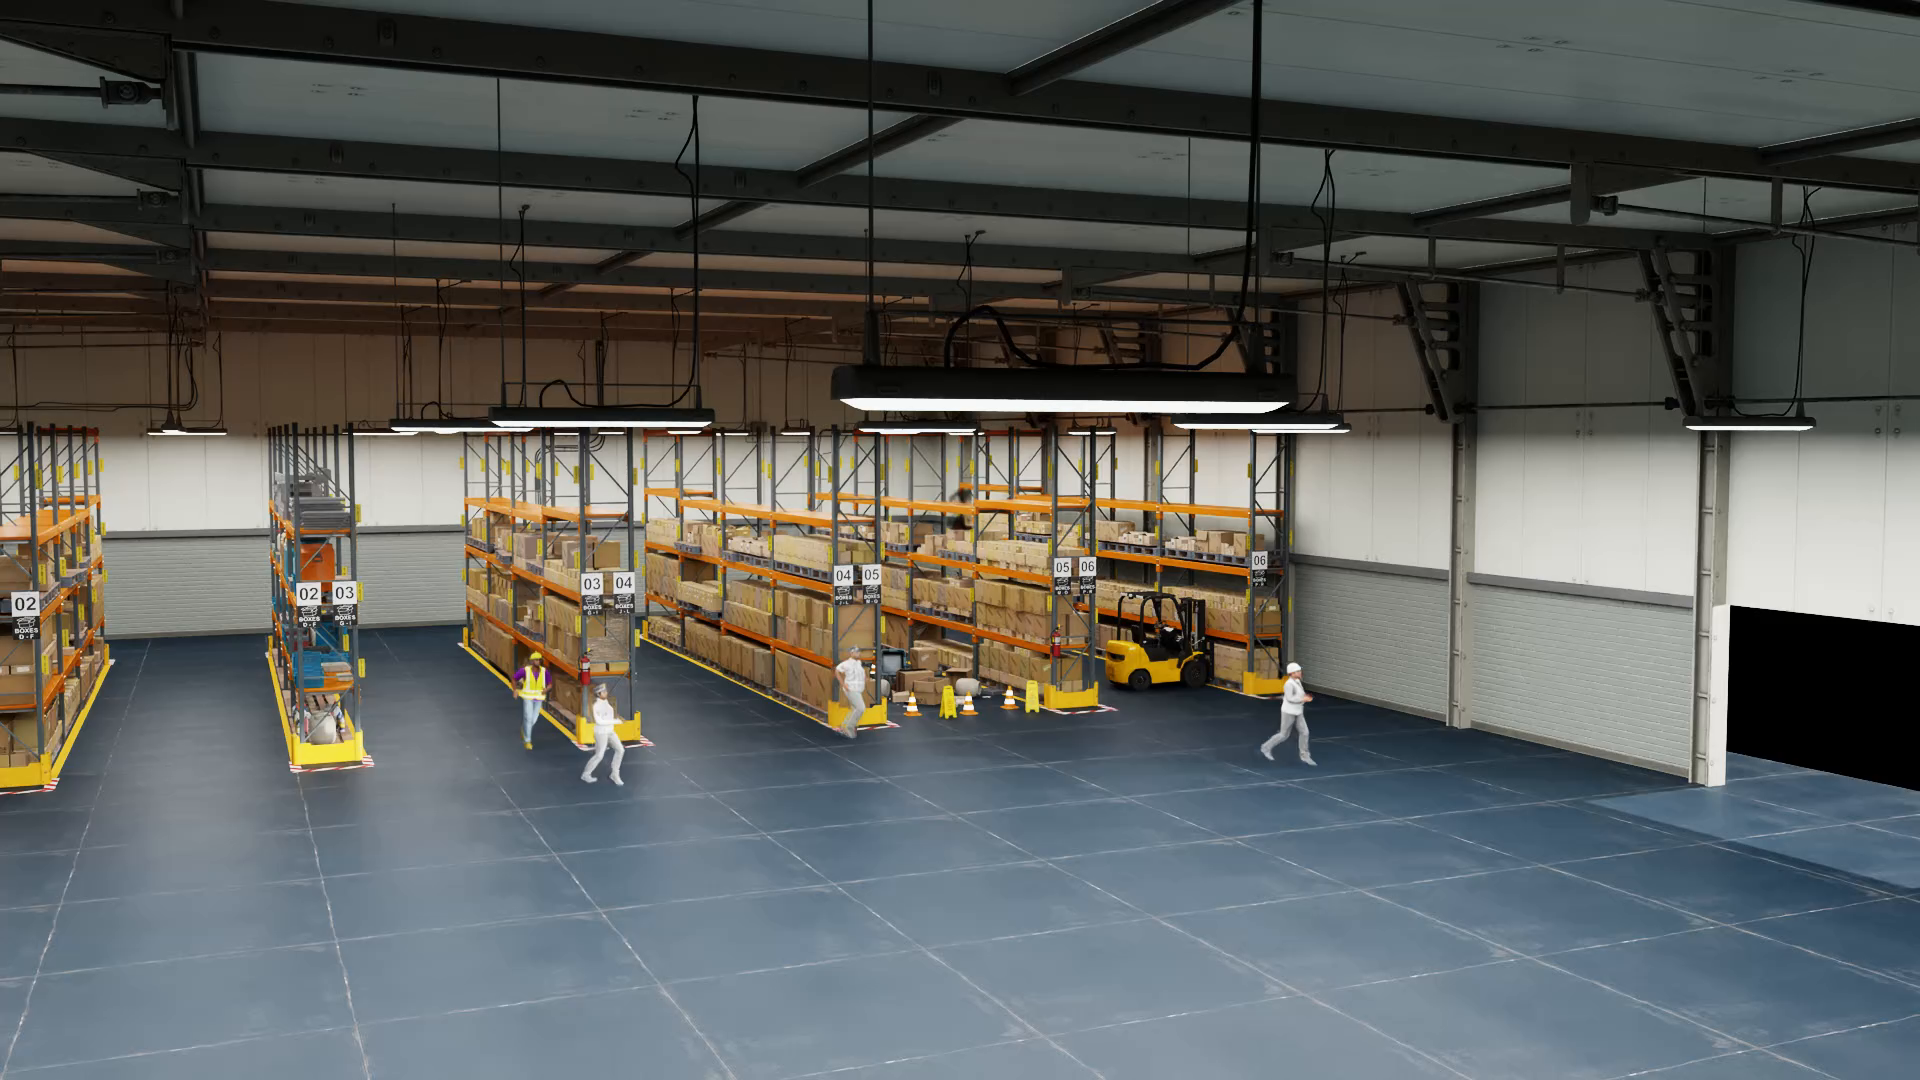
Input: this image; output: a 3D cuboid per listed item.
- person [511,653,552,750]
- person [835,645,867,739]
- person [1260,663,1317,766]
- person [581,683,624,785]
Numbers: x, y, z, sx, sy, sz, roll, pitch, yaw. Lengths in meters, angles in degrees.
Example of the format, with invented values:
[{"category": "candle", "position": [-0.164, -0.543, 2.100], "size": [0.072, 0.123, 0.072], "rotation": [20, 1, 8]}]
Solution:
[{"category": "person", "position": [-7.971, 2.973, 31.017], "size": [0.738, 1.765, 0.877], "rotation": [-2, 4, -30]}, {"category": "person", "position": [-2.027, 2.914, 31.948], "size": [0.592, 1.811, 0.659], "rotation": [1, 4, 20]}, {"category": "person", "position": [5.789, 3.050, 29.209], "size": [0.954, 1.806, 0.665], "rotation": [2, 4, 29]}, {"category": "person", "position": [-5.900, 3.219, 27.493], "size": [0.733, 1.728, 0.618], "rotation": [1, 4, 13]}]
